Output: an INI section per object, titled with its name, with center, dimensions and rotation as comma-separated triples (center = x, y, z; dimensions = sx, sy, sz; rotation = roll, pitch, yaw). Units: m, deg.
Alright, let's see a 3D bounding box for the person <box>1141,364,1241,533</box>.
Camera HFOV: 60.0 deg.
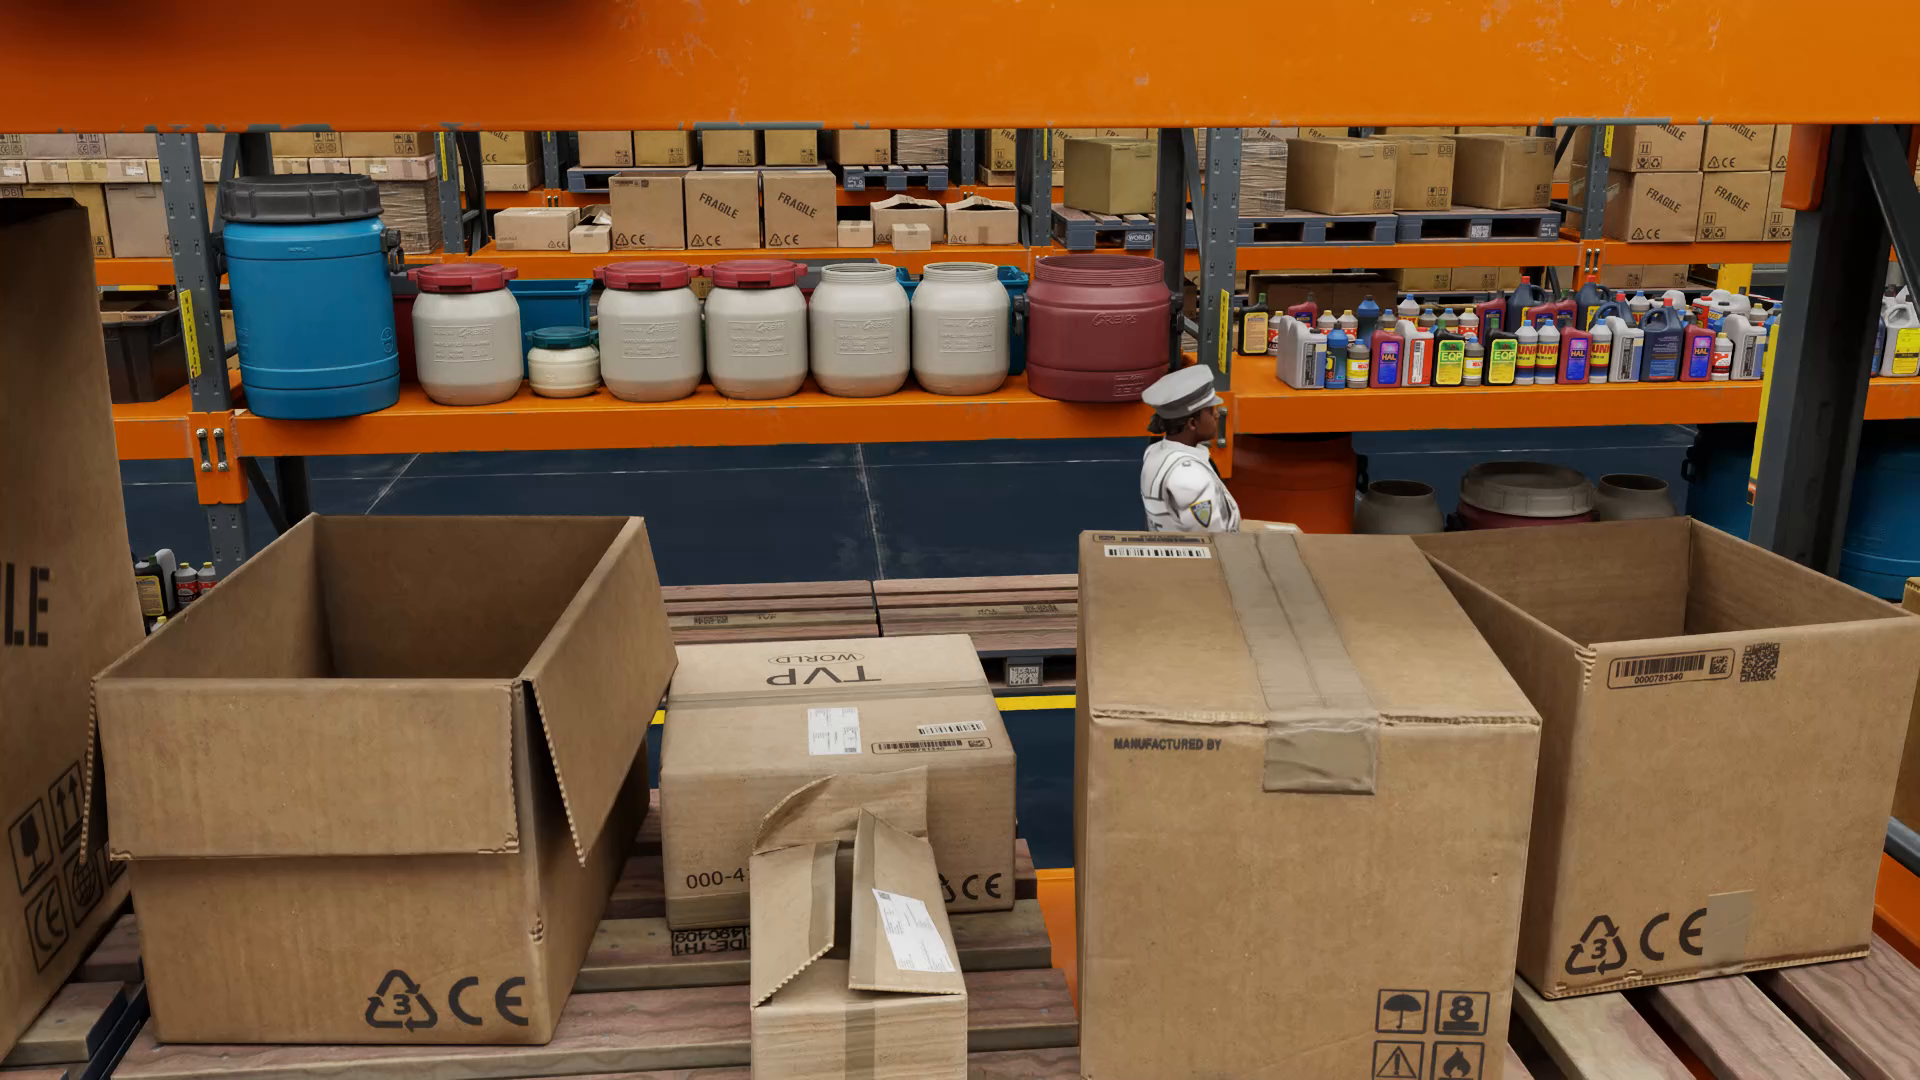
[person]
center = 0.867, 0.233, 5.736
dimensions = 0.516, 1.691, 0.448
rotation = -2, 17, -5
